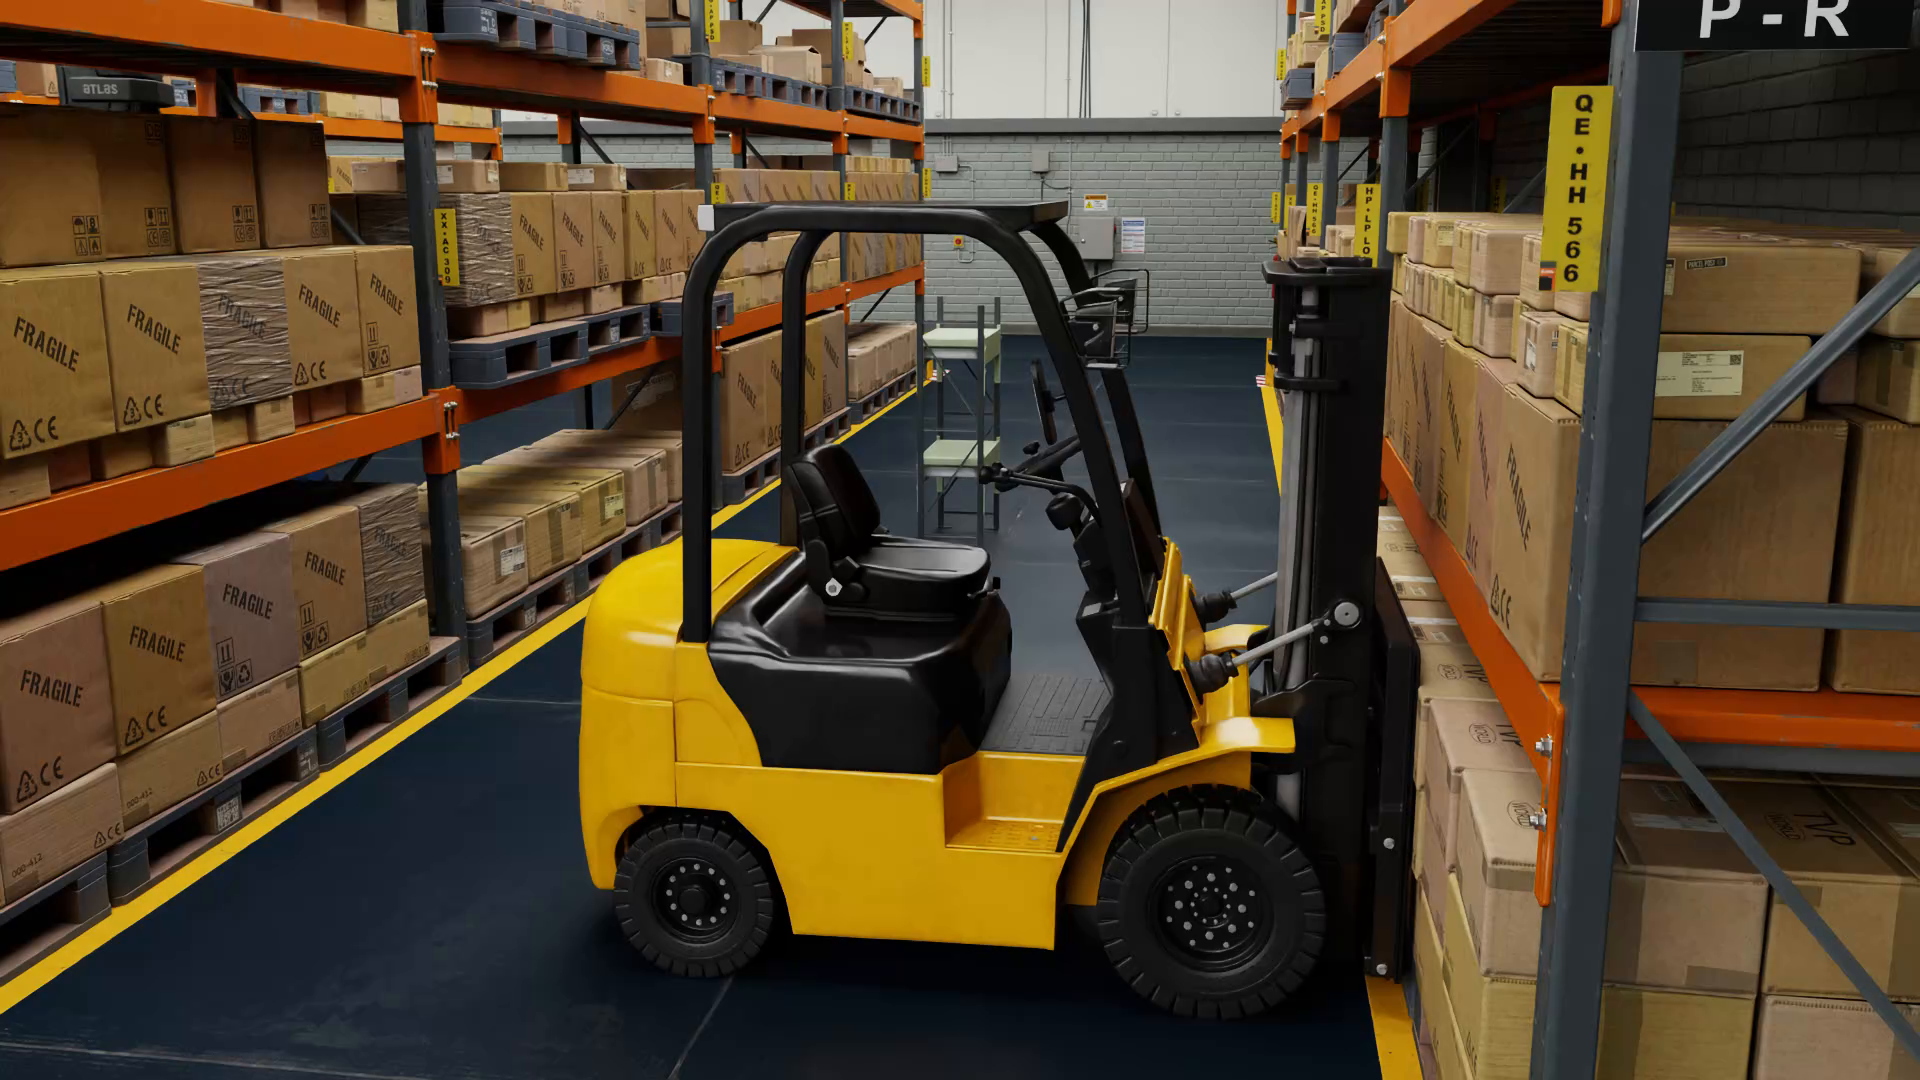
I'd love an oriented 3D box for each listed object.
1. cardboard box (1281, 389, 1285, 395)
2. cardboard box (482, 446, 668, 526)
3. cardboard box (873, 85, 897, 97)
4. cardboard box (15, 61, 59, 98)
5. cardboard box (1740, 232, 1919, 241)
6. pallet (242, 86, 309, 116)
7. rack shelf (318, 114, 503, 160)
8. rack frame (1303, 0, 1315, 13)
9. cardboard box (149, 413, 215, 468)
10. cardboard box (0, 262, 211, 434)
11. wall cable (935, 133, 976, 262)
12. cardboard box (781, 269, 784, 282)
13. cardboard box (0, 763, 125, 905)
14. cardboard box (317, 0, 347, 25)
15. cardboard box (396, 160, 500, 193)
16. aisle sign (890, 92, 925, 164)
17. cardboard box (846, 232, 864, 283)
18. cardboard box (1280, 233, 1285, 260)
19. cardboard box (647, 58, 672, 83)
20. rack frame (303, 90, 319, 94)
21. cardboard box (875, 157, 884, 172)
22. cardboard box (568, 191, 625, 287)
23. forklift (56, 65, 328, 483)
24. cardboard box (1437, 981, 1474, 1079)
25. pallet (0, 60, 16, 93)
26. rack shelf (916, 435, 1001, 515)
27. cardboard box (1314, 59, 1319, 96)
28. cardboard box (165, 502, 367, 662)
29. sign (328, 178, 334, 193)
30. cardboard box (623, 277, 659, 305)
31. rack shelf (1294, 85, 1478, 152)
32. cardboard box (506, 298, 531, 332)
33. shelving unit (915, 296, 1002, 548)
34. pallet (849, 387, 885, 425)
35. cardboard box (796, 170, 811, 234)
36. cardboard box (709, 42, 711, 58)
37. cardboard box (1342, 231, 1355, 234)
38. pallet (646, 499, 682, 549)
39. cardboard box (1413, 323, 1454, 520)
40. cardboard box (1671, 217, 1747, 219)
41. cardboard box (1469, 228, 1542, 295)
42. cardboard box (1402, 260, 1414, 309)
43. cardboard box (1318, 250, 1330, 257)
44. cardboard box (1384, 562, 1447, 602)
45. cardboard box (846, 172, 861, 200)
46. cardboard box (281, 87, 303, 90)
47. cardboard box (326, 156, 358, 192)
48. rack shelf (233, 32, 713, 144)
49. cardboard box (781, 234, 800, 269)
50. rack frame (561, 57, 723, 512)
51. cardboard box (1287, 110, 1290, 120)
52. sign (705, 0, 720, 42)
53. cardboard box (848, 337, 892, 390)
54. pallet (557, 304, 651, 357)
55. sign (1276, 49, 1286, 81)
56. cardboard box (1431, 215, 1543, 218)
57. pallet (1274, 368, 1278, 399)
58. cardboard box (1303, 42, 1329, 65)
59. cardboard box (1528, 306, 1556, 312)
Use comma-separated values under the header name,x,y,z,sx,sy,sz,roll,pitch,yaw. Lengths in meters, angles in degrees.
name,x,y,z,sx,sy,sz,roll,pitch,yaw
cardboard box,3.476,-1.661,16.016,0.700,0.500,0.500,1,12,7
cardboard box,-2.344,-0.339,10.186,0.950,0.372,0.625,2,12,8
cardboard box,-0.877,-4.766,17.729,0.380,0.149,0.250,1,12,4
cardboard box,-6.698,-3.454,12.043,0.500,0.500,0.500,2,12,9
cardboard box,1.948,-0.598,3.665,0.380,0.149,0.250,2,12,9
pallet,-6.634,-3.911,14.845,1.213,0.211,1.003,2,12,9
rack shelf,-6.126,-4.192,17.413,1.077,0.370,4.000,2,12,9
rack frame,3.378,-5.294,13.700,1.000,3.000,0.127,2,12,9
cardboard box,-2.731,-0.338,5.539,0.380,0.149,0.250,2,12,9
cardboard box,-2.802,-0.628,5.343,0.500,0.500,0.500,2,12,7
wall cable,-0.068,-5.041,24.278,0.585,1.953,0.123,2,12,9
cardboard box,-1.598,-2.029,13.144,0.500,0.250,0.500,2,12,9
cardboard box,-2.889,0.850,4.959,0.500,0.250,0.500,2,12,11
cardboard box,-2.630,-2.075,6.477,0.380,0.149,0.250,2,12,9
cardboard box,-2.335,-1.660,7.594,0.380,0.149,0.250,2,12,8
aisle sign,-0.594,-4.630,18.688,0.394,0.787,0.004,2,12,9
cardboard box,-1.196,-2.660,15.478,0.500,0.500,0.500,2,12,11
cardboard box,3.505,-2.970,16.806,0.500,0.250,0.500,2,12,8
cardboard box,-2.013,-2.908,10.344,0.380,0.149,0.250,2,12,9
rack frame,-6.434,-5.594,15.089,1.000,3.000,0.127,2,12,9
cardboard box,-0.969,-3.750,16.625,0.380,0.149,0.250,2,12,9
cardboard box,-2.167,-1.658,9.128,0.500,0.500,0.500,1,12,6
forklift,-5.567,-1.402,10.044,3.031,2.935,1.130,-3,13,-14
cardboard box,1.293,1.167,3.488,0.500,0.250,0.500,2,12,9
pallet,-7.095,-3.067,10.932,1.213,0.211,1.003,2,12,11
rack shelf,-0.001,-0.413,10.398,0.431,0.370,0.720,2,12,9
cardboard box,2.756,-3.246,11.670,0.500,0.250,0.500,2,12,9
cardboard box,-2.660,0.154,6.411,0.500,0.500,0.500,2,12,10
sign,-5.885,-3.210,15.520,0.100,0.325,0.005,2,12,9
cardboard box,-1.999,-1.474,9.812,0.380,0.149,0.250,2,12,10
rack shelf,3.071,-3.060,12.160,1.077,0.370,4.000,2,12,9
cardboard box,-2.313,-1.095,8.056,0.380,0.149,0.250,2,12,10
shelving unit,-0.001,-0.732,10.329,0.431,1.500,0.755,2,12,9
pallet,-1.333,-1.314,16.091,1.003,0.211,1.213,2,12,9
cardboard box,-1.517,-2.745,13.502,0.500,0.500,0.500,2,12,10
cardboard box,-2.178,-3.622,11.825,0.700,0.500,0.500,1,12,6
cardboard box,2.235,-1.569,8.878,0.380,0.149,0.250,2,12,10
pallet,-2.264,-0.163,10.750,1.003,0.211,1.213,2,12,9
cardboard box,1.583,-0.343,4.727,0.500,0.500,0.500,2,12,9
cardboard box,2.314,-0.971,5.396,0.380,0.149,0.250,2,12,8
cardboard box,1.443,-0.671,4.006,0.380,0.149,0.250,2,12,10
cardboard box,1.677,-0.847,5.524,0.380,0.149,0.250,2,12,10
cardboard box,2.429,-1.617,10.044,0.500,0.250,0.500,2,12,9
cardboard box,1.610,0.254,5.350,0.500,0.250,0.500,2,12,11
cardboard box,-1.214,-3.151,15.383,0.500,0.500,0.500,2,12,9
cardboard box,-6.122,-4.391,15.797,0.500,0.250,0.500,2,12,11
cardboard box,-6.123,-3.430,15.974,0.500,0.500,0.500,2,12,10
rack shelf,-2.450,-2.387,9.039,1.077,0.370,4.000,2,12,9
cardboard box,-1.560,-2.274,13.093,0.500,0.250,0.500,2,12,10
rack frame,-2.142,-1.689,11.211,1.000,3.000,0.127,2,12,9
cardboard box,3.383,-4.163,16.167,0.380,0.149,0.250,2,12,9
sign,-1.606,-3.390,10.757,0.100,0.325,0.005,2,12,9
cardboard box,-1.187,-1.788,16.756,0.875,0.438,0.875,2,12,7
pallet,-2.406,-1.182,9.313,1.003,0.211,1.213,2,12,9
sign,3.457,-5.106,17.869,0.100,0.325,0.005,2,12,9
cardboard box,1.824,-1.040,5.718,0.380,0.149,0.250,2,12,8
pallet,3.860,-1.649,17.646,1.003,0.211,1.213,2,12,9
cardboard box,2.728,-3.589,12.271,0.380,0.149,0.250,2,12,10
cardboard box,1.420,-0.417,3.532,0.380,0.149,0.250,2,12,10
